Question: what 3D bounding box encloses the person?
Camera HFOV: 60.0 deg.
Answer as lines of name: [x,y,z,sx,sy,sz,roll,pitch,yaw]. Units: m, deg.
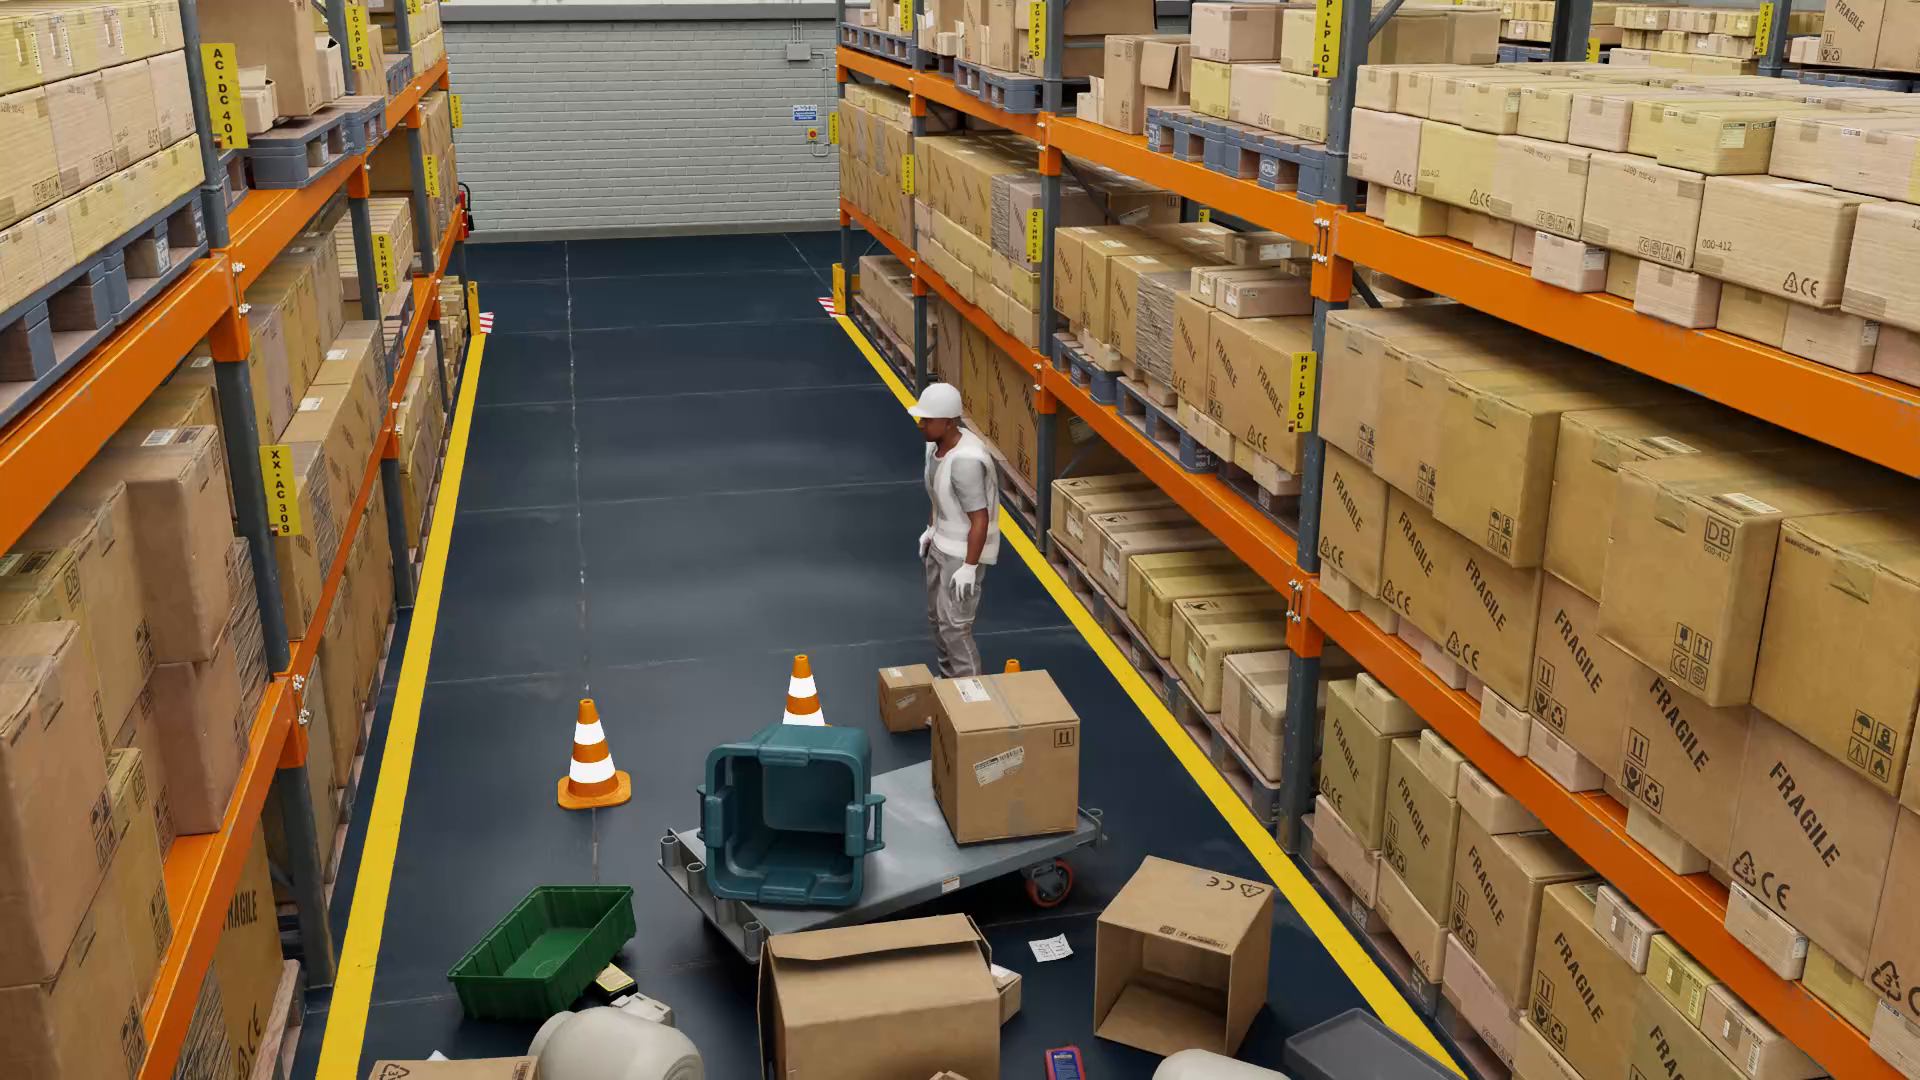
person: [-0.043,0.067,8.362,0.450,1.774,0.627,-6,20,-17]
